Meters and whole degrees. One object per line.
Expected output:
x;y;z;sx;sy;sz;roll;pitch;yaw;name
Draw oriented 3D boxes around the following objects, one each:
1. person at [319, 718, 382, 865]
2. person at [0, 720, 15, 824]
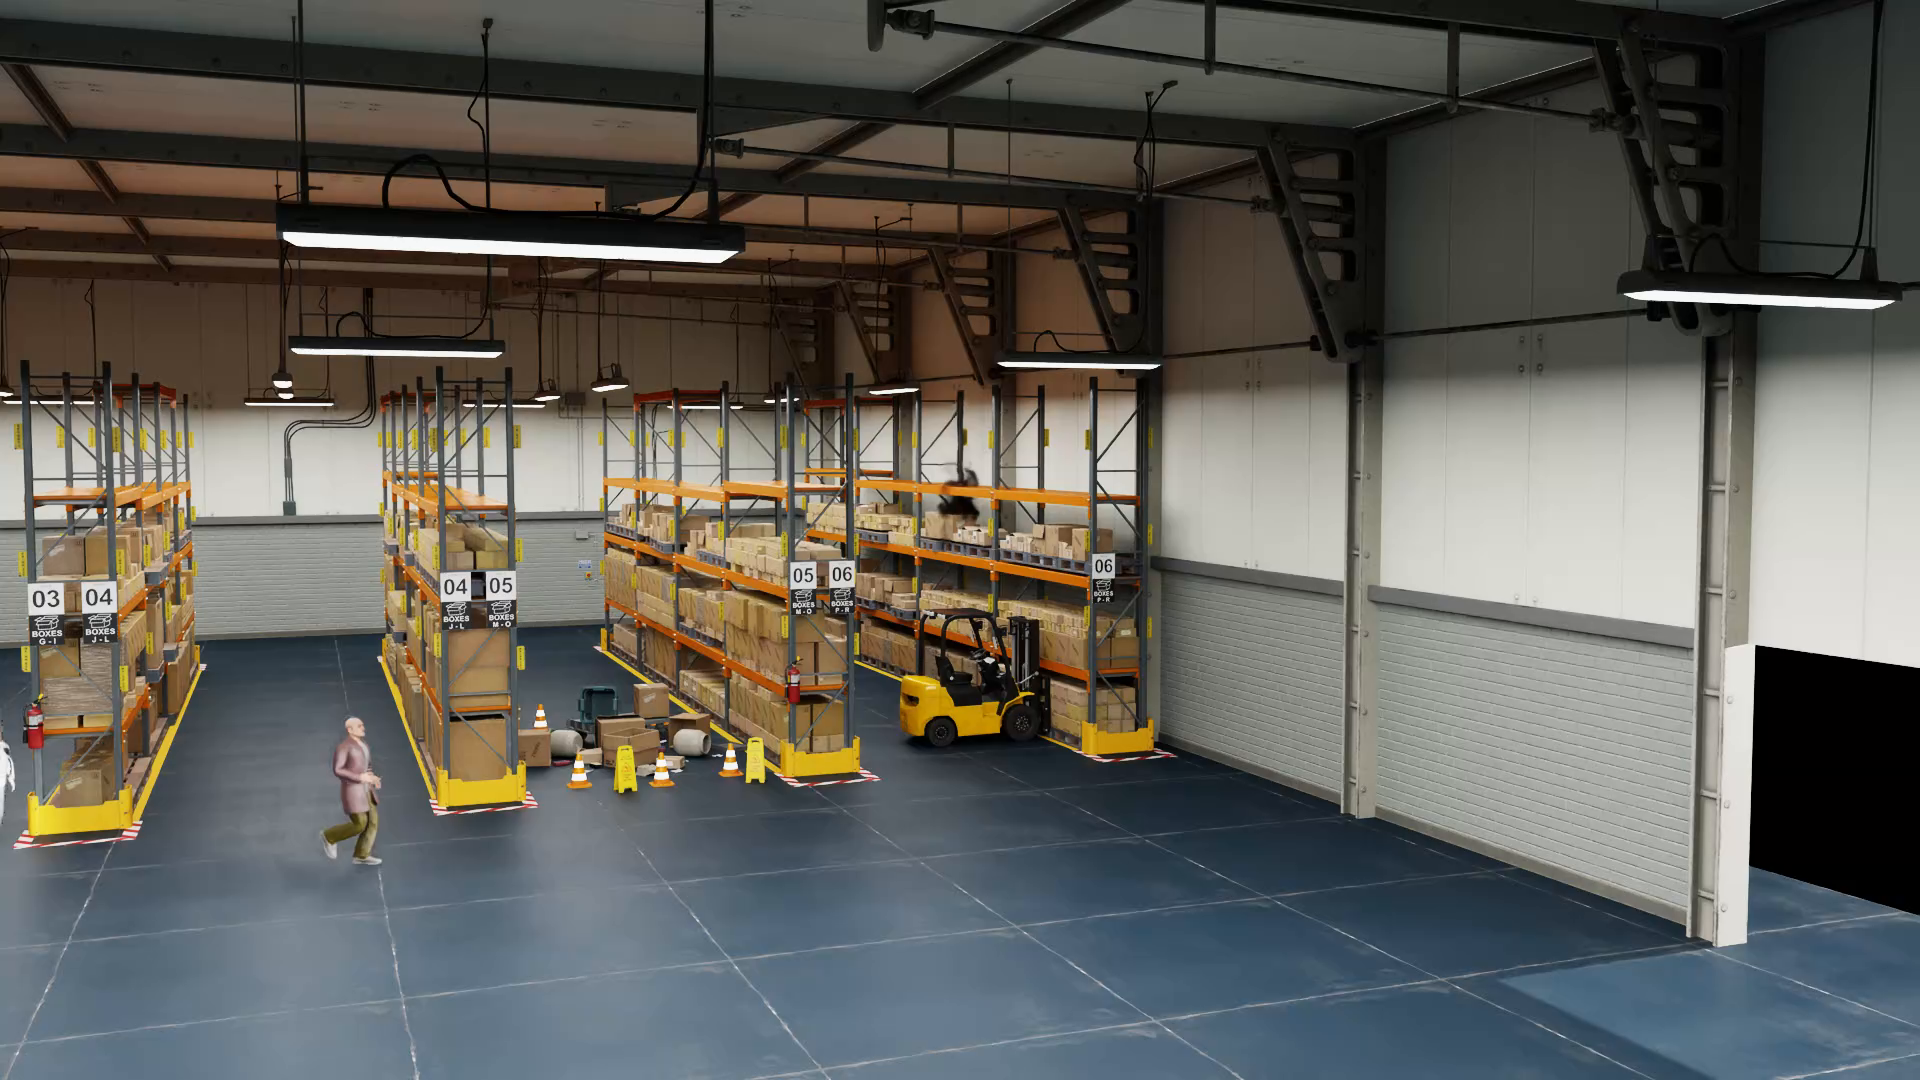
-7.149;2.972;19.570;0.750;1.695;0.709;0;3;8;person
-11.585;2.973;19.909;0.819;1.648;0.675;2;4;32;person
